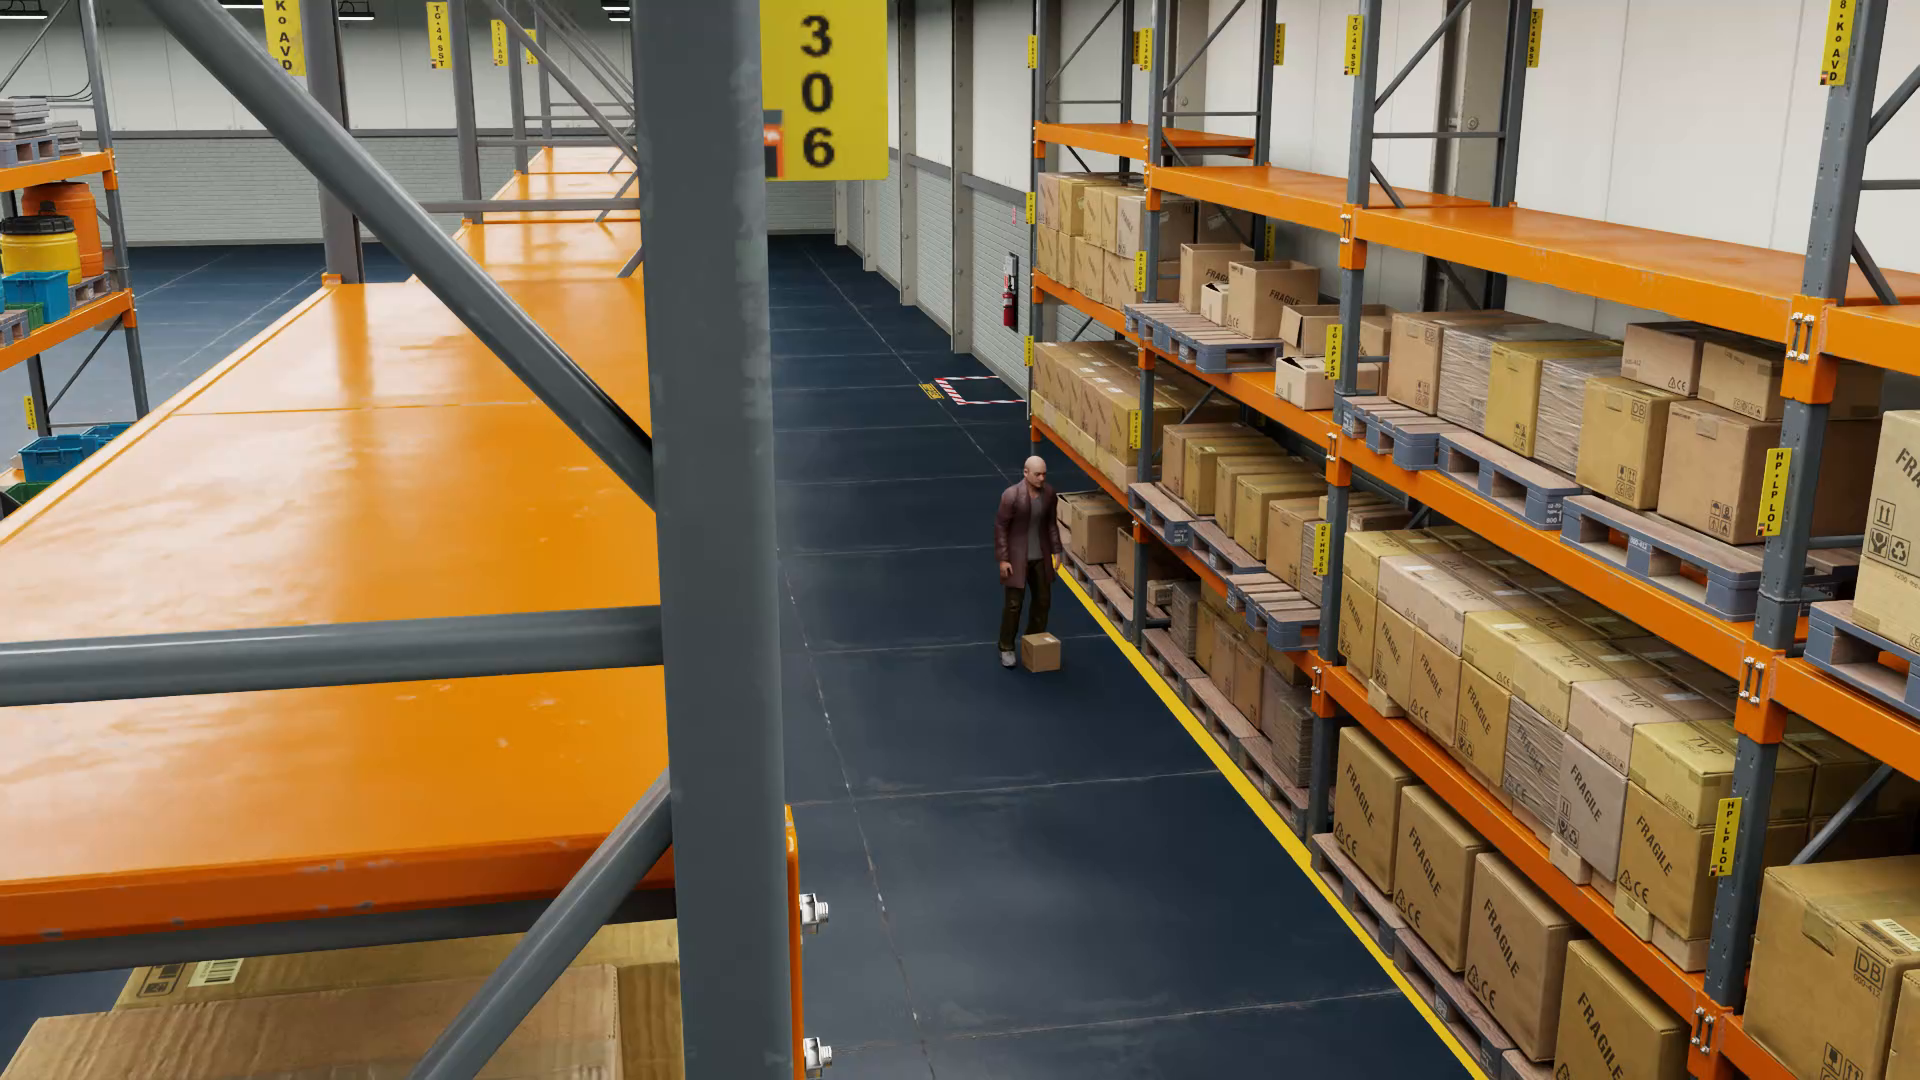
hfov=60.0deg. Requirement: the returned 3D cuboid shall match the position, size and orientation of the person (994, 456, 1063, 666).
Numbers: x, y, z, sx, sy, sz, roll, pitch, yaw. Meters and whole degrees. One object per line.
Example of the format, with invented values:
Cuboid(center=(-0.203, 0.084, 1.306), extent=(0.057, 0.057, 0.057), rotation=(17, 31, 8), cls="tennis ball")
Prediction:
Cuboid(center=(0.584, 0.152, 14.034), extent=(0.653, 1.773, 0.423), rotation=(-9, 18, -28), cls="person")
